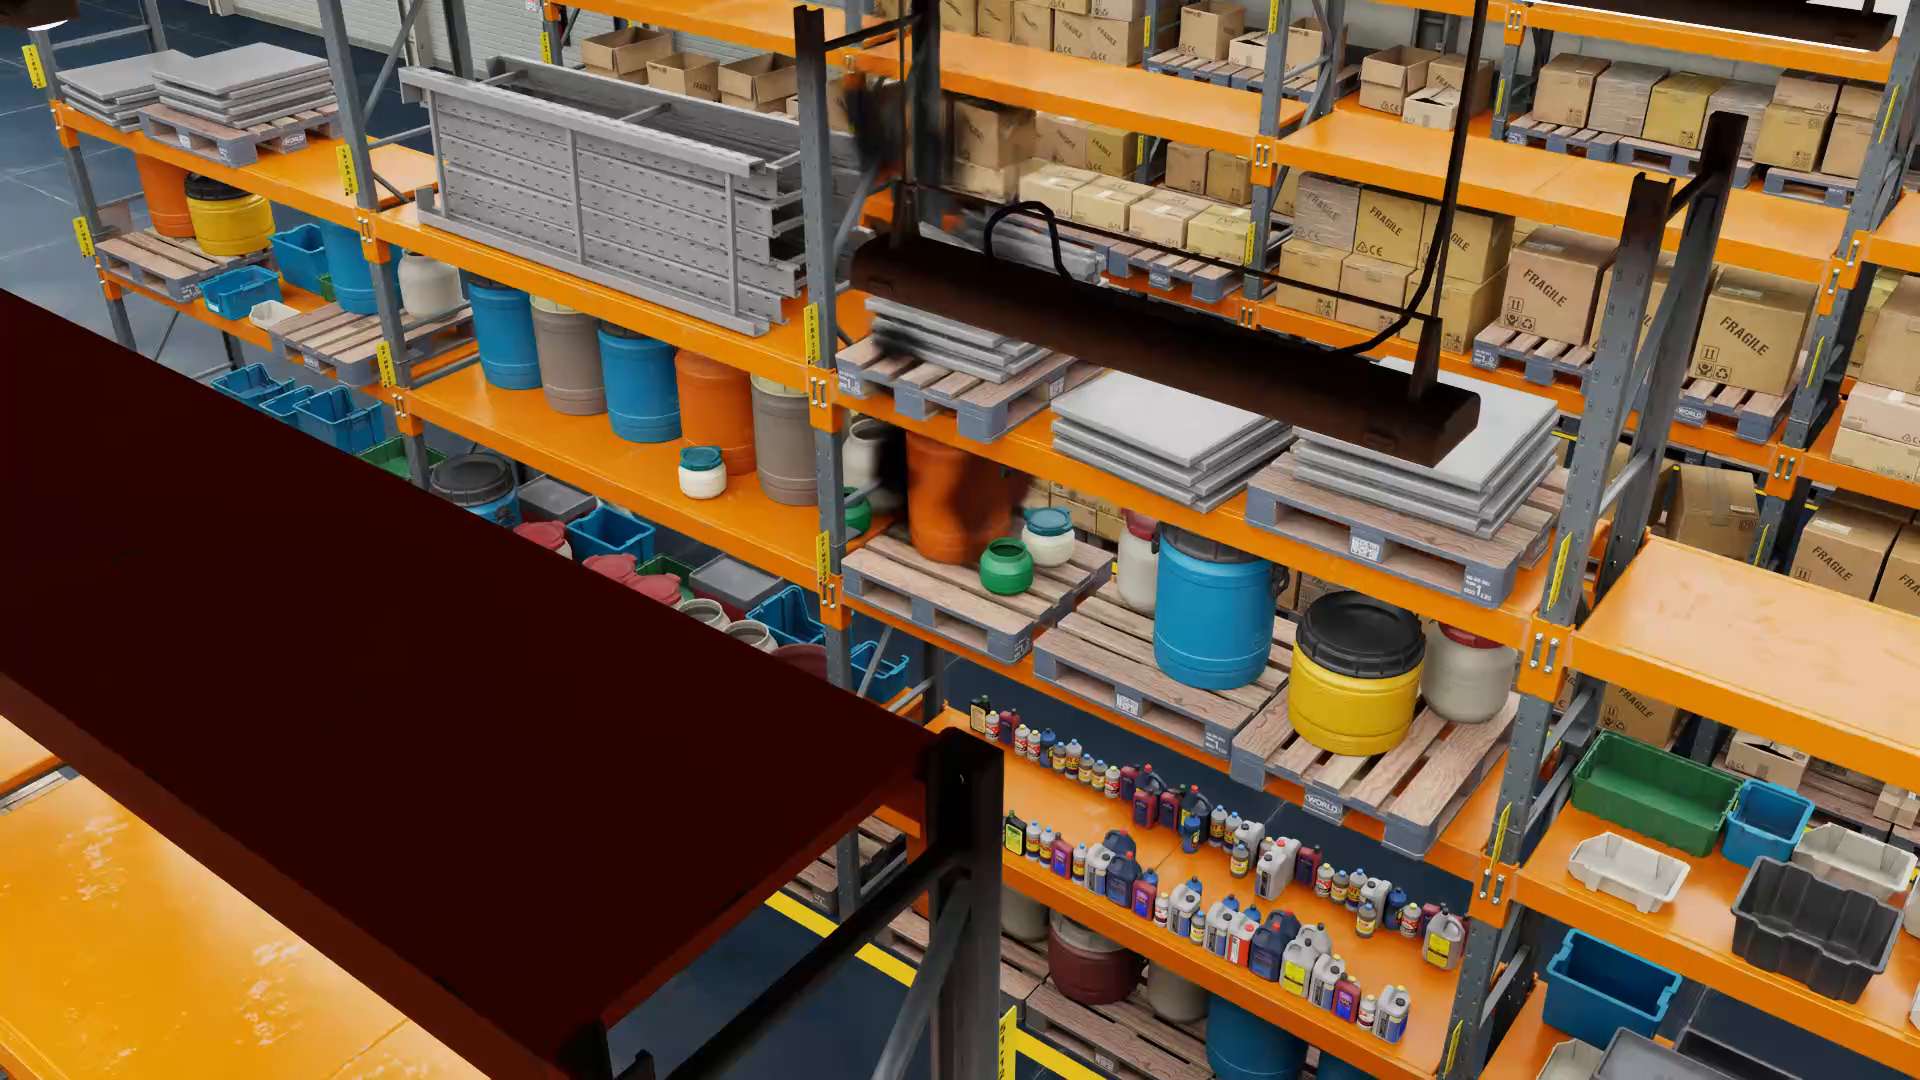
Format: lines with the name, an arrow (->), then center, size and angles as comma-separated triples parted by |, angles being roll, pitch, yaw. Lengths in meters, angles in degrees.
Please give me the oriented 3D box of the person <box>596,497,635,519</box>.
person -> -3.290, -0.821, 14.937 | 0.740, 1.788, 0.684 | 15, 35, 23
